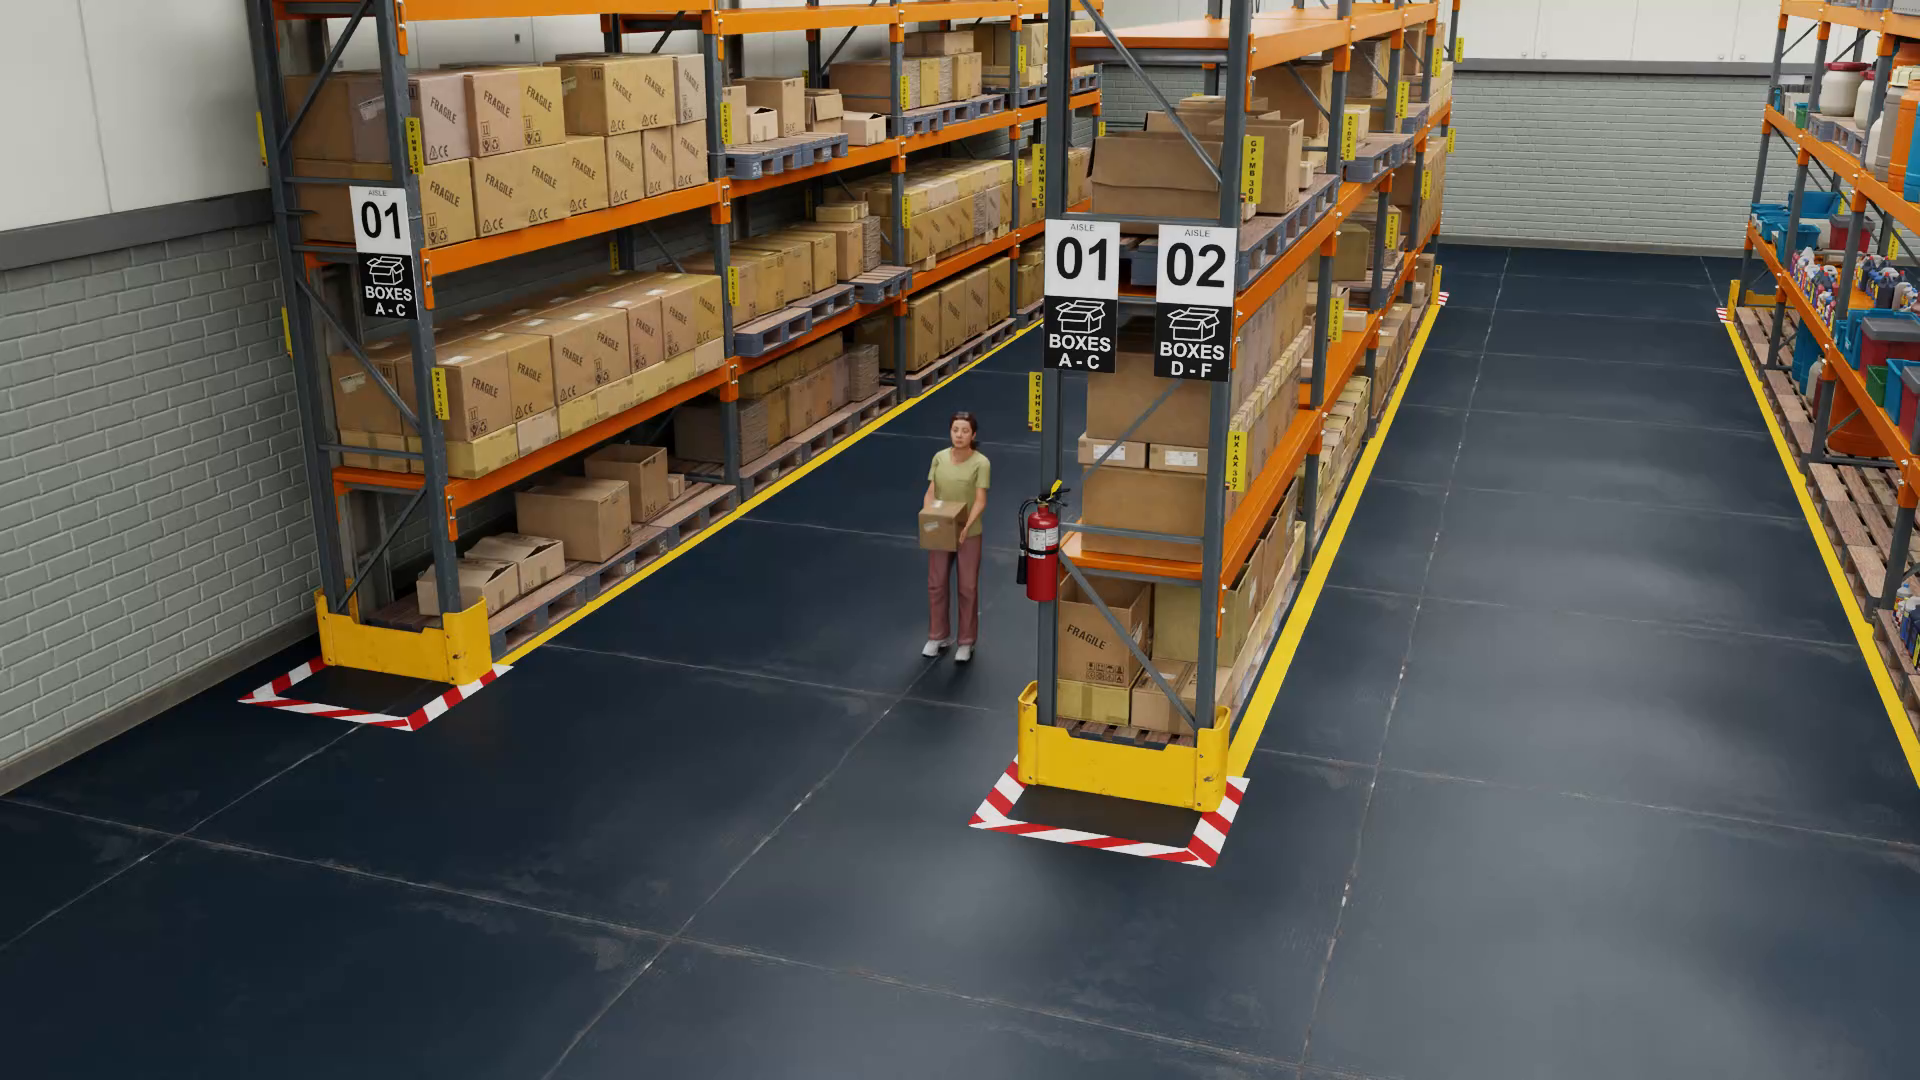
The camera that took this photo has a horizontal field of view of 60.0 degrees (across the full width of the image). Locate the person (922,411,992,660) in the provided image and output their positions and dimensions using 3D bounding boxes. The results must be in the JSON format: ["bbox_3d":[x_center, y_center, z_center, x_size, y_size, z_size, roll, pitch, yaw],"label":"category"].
[{"bbox_3d":[-0.029,-0.019,11.121,0.436,1.673,0.543,6,20,18],"label":"person"}]
